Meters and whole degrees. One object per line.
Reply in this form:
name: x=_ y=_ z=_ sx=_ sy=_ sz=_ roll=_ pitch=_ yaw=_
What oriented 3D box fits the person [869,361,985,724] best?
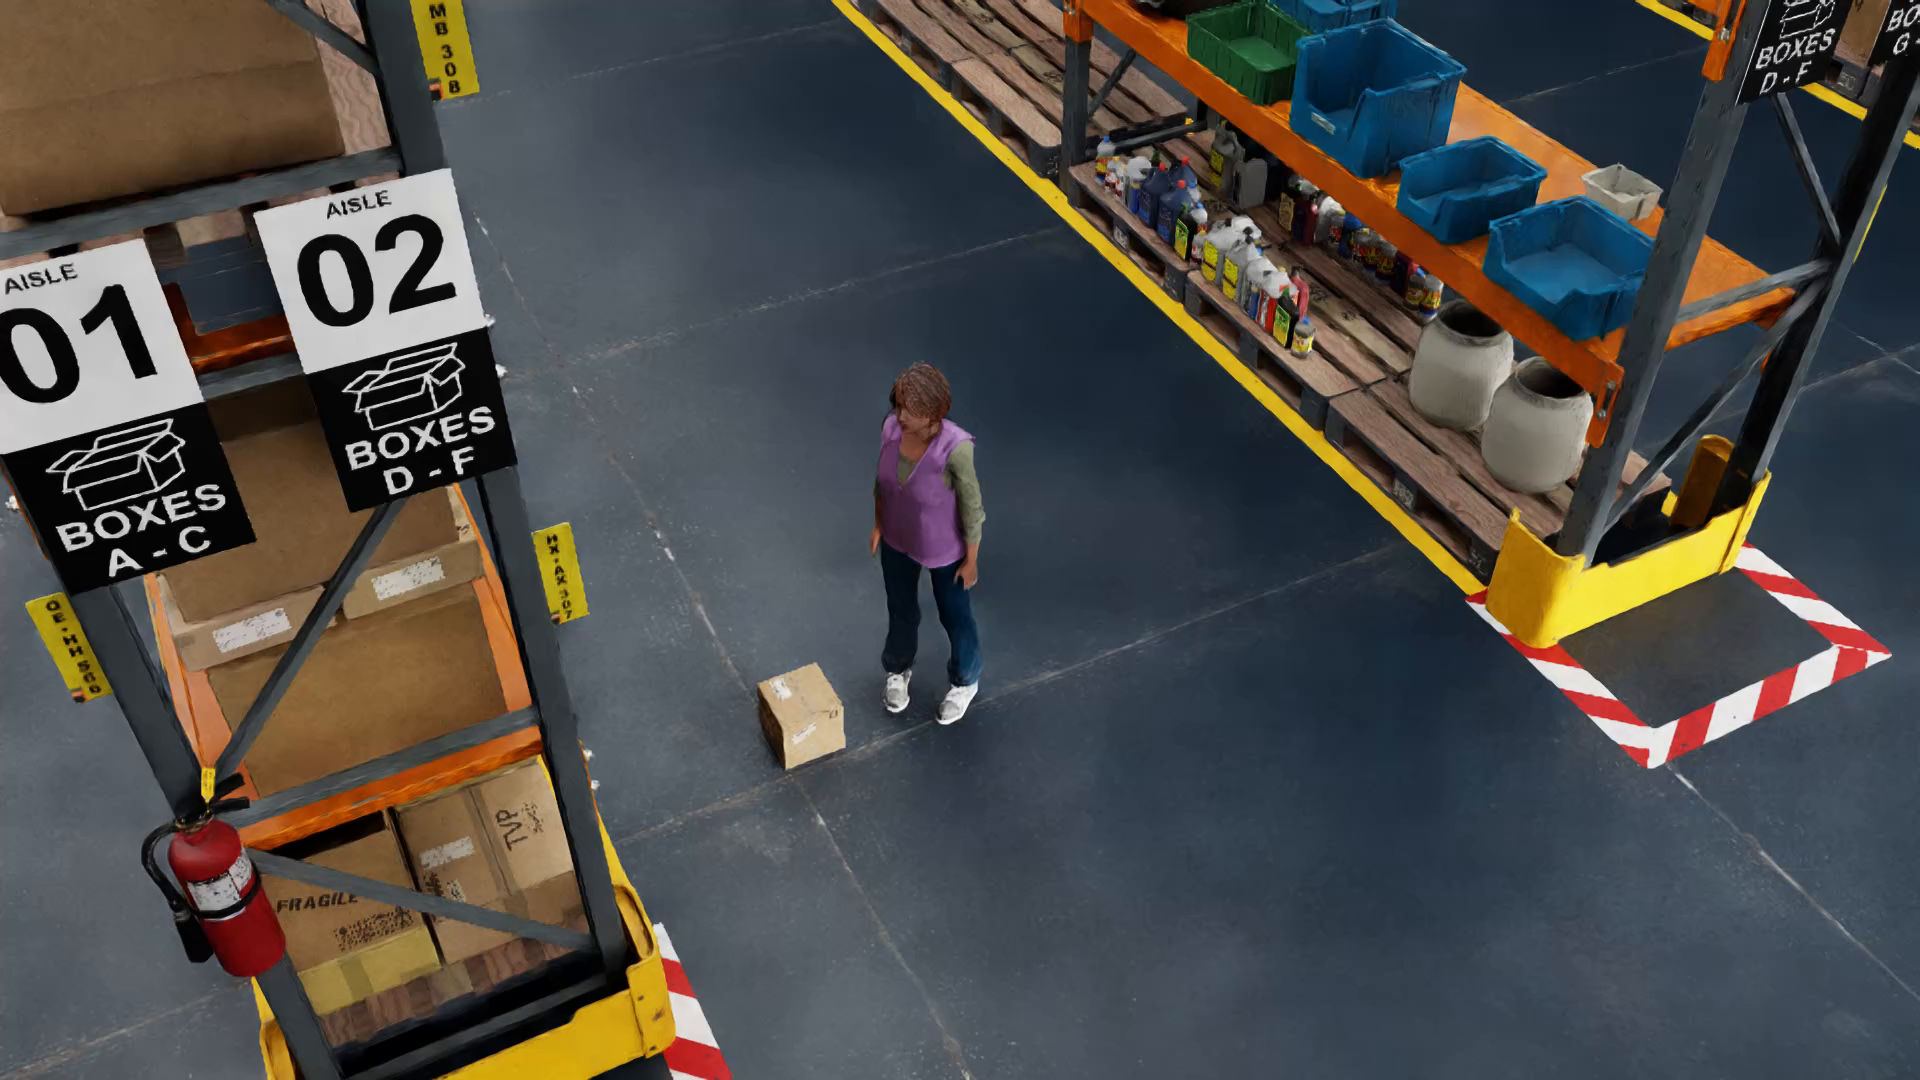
person: x=-0.131 y=0.021 z=6.112 sx=0.469 sy=1.600 sz=0.365 roll=25 pitch=47 yaw=25
